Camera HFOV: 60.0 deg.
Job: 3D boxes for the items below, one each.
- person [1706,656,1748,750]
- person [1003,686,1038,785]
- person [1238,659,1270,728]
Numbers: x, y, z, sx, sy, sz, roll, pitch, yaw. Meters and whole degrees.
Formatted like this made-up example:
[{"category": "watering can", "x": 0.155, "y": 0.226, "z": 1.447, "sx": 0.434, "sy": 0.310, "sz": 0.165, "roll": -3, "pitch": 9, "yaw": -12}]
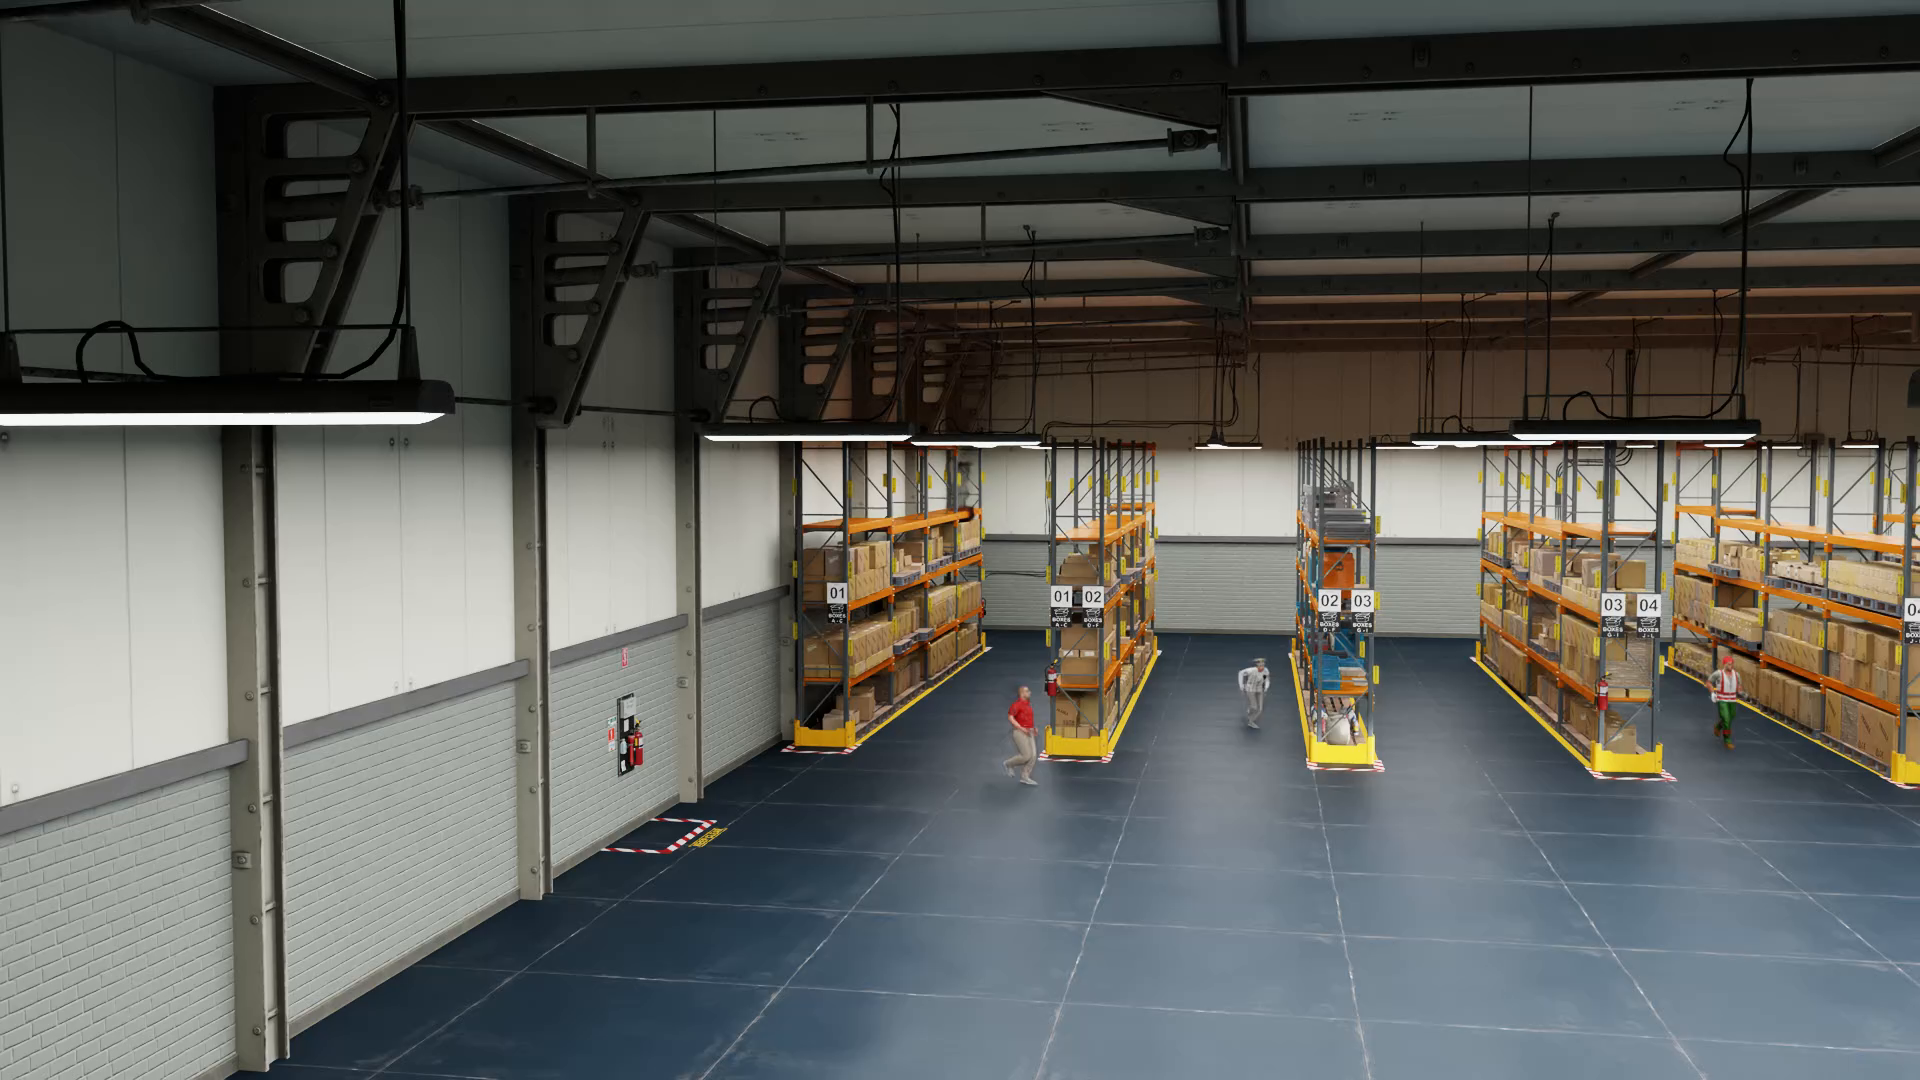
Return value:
[{"category": "person", "x": 14.872, "y": 3.136, "z": 32.393, "sx": 0.632, "sy": 1.778, "sz": 0.896, "roll": 0, "pitch": 3, "yaw": -4}, {"category": "person", "x": 1.045, "y": 3.367, "z": 28.707, "sx": 0.607, "sy": 1.704, "sz": 0.658, "roll": 2, "pitch": 3, "yaw": 28}, {"category": "person", "x": 6.076, "y": 3.171, "z": 34.324, "sx": 0.641, "sy": 1.488, "sz": 0.748, "roll": -1, "pitch": 3, "yaw": -10}]
